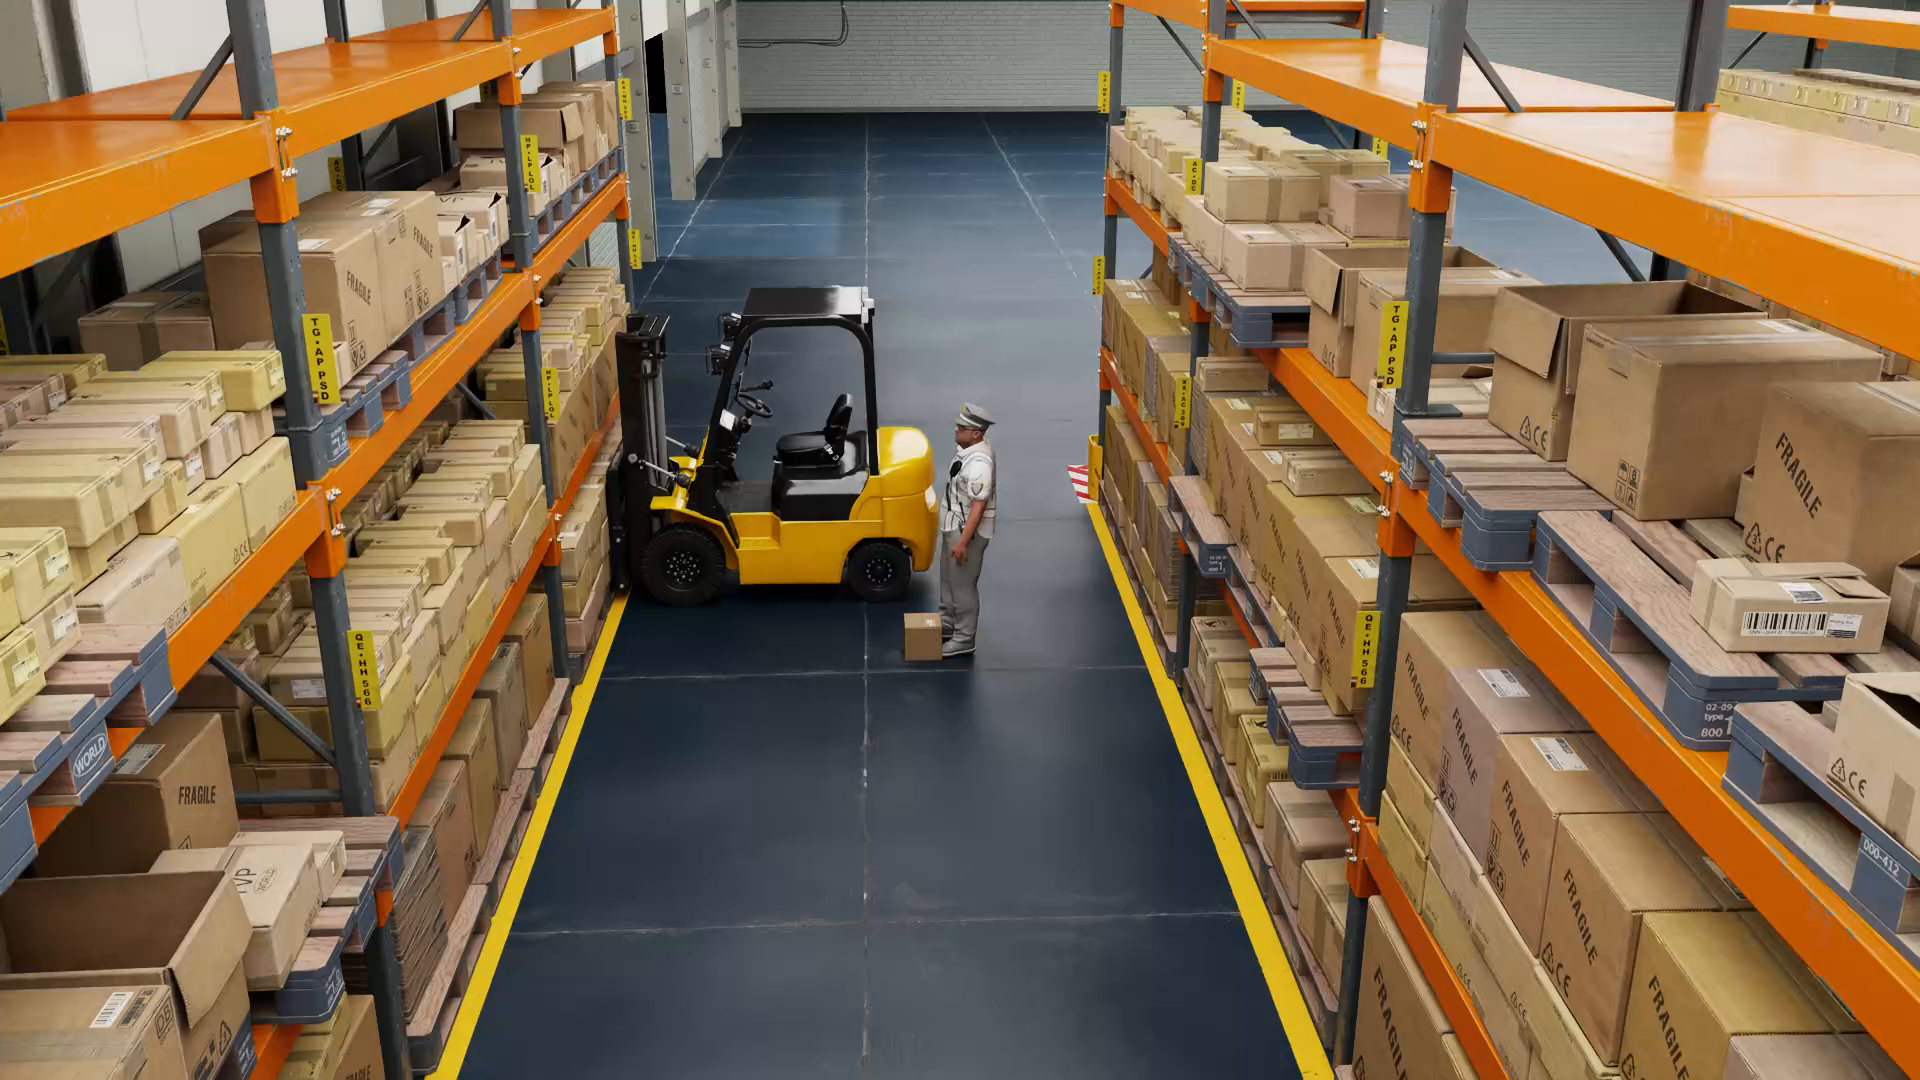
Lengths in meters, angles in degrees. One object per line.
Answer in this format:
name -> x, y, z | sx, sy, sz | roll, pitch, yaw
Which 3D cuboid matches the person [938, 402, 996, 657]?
person -> -0.044, -0.076, 11.200 | 0.573, 1.782, 0.642 | -1, 20, -3
